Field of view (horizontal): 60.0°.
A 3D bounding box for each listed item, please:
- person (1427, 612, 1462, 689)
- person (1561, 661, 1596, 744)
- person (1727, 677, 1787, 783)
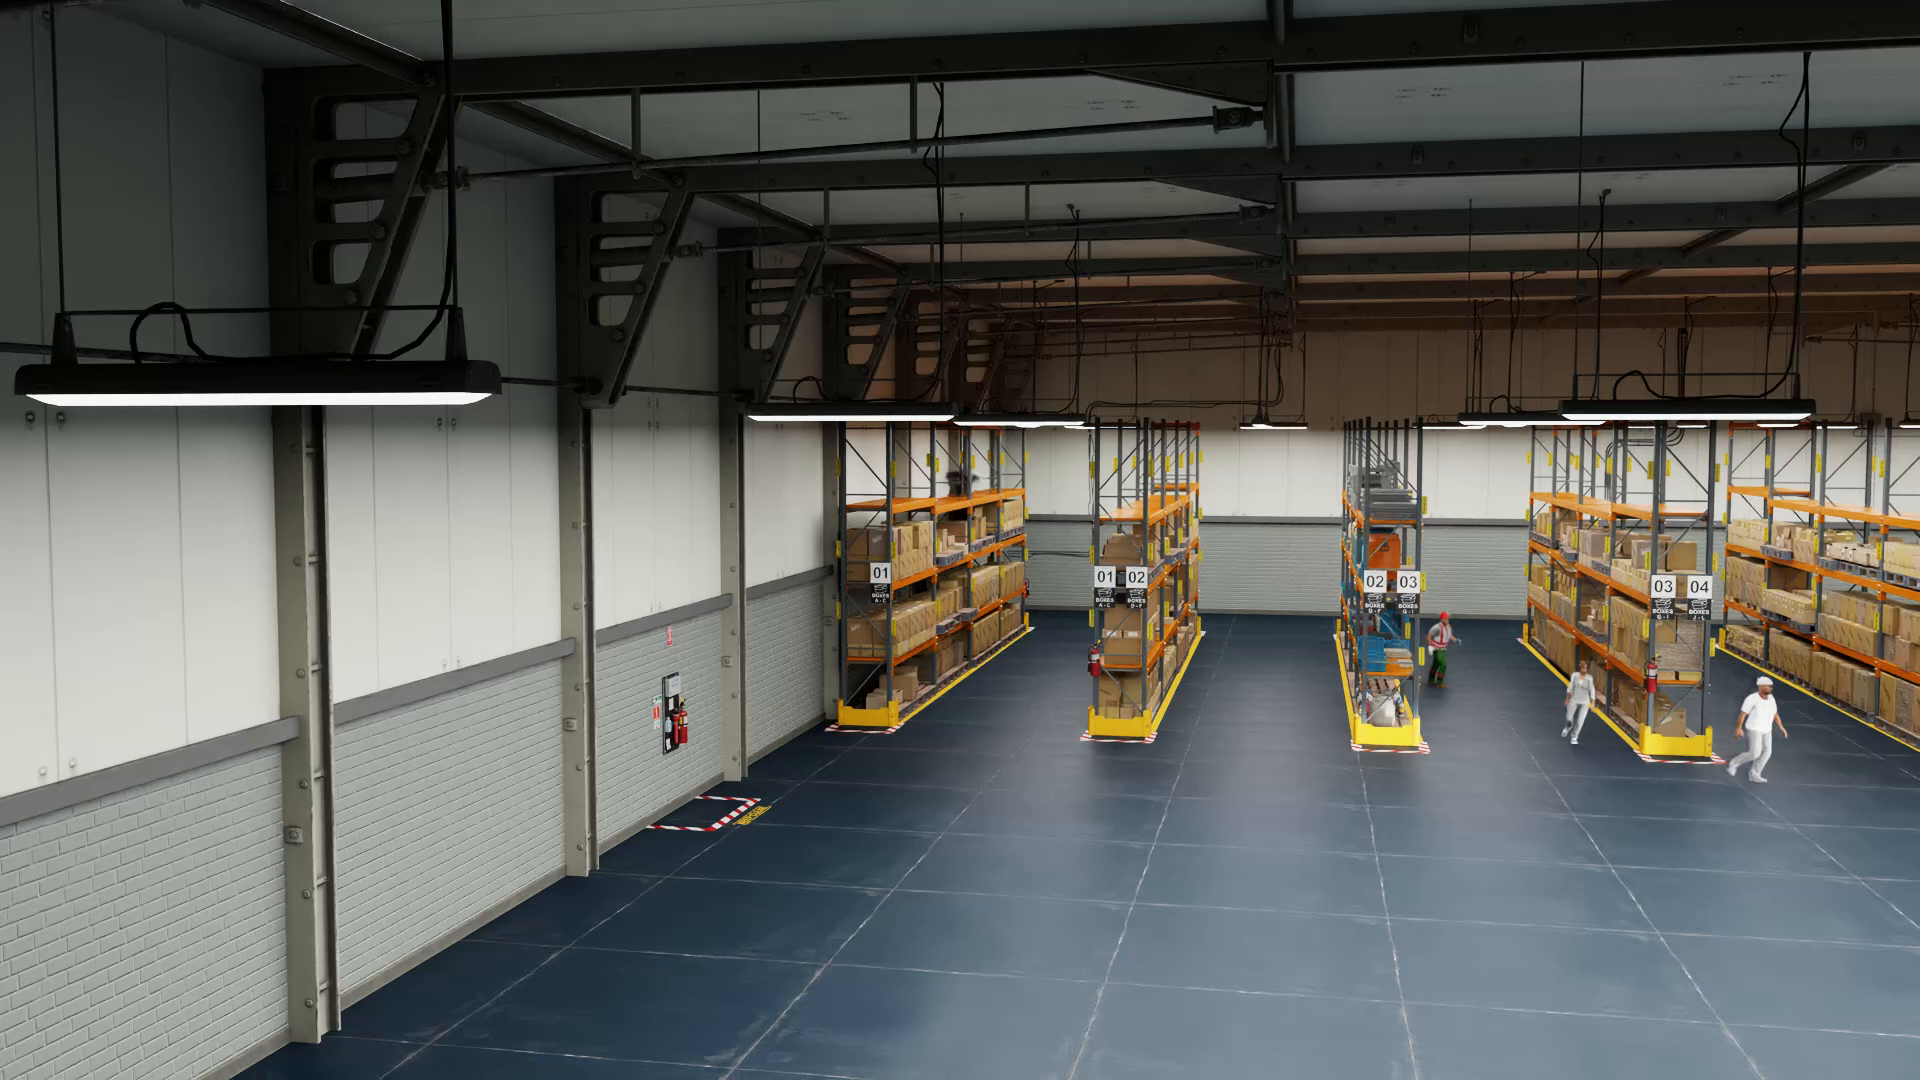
[{"bbox_3d":[10.807,2.457,37.268,0.849,1.727,0.671,4,5,45],"label":"person"},{"bbox_3d":[11.302,2.957,30.388,0.579,1.538,0.488,1,4,19],"label":"person"},{"bbox_3d":[13.008,3.090,27.184,0.728,1.728,0.688,-2,4,-25],"label":"person"}]
